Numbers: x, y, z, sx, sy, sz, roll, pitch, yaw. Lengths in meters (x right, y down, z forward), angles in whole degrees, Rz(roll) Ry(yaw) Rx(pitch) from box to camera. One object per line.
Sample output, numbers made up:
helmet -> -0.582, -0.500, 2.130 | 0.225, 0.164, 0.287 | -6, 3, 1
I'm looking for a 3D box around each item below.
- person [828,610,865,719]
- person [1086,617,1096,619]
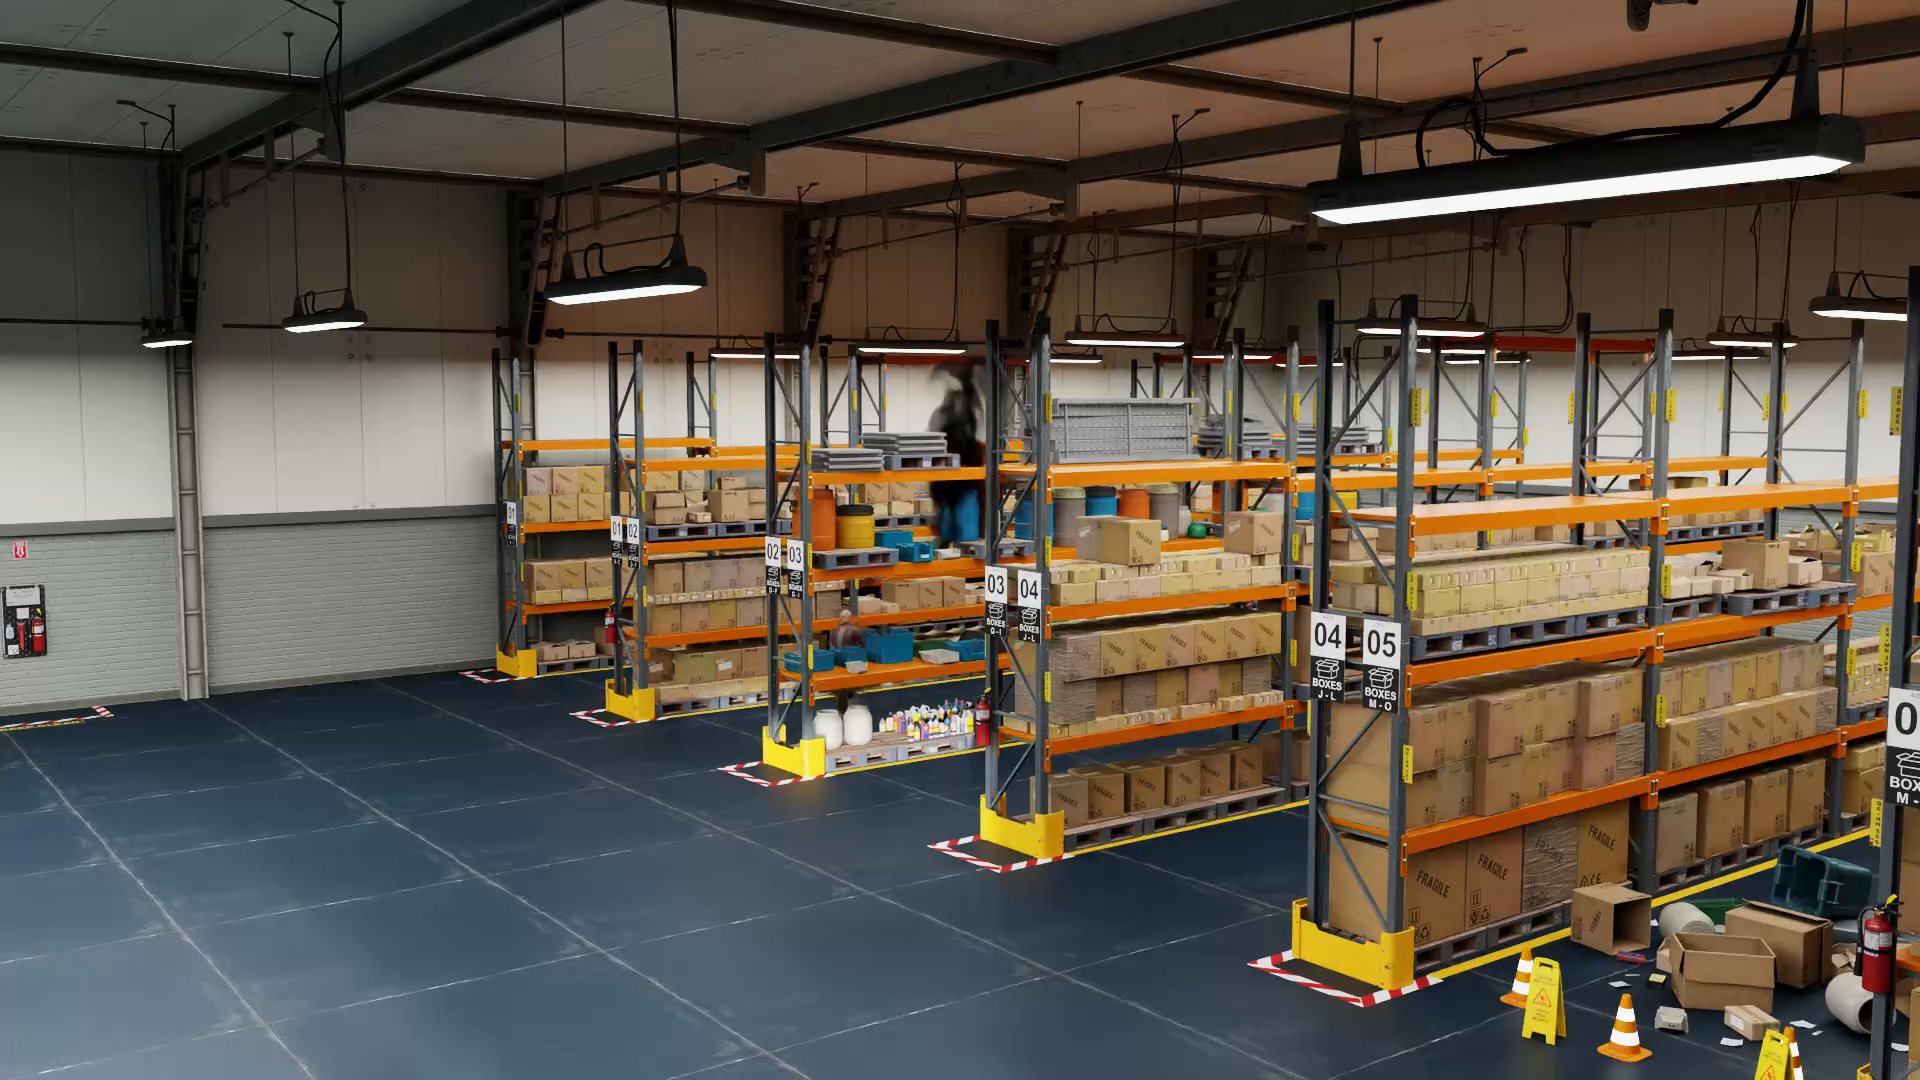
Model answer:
person -> -1.801, 2.016, 26.460 | 0.703, 1.662, 0.725 | 4, 6, 35
person -> 2.436, 1.642, 30.297 | 0.690, 1.752, 0.655 | -4, 7, -40
